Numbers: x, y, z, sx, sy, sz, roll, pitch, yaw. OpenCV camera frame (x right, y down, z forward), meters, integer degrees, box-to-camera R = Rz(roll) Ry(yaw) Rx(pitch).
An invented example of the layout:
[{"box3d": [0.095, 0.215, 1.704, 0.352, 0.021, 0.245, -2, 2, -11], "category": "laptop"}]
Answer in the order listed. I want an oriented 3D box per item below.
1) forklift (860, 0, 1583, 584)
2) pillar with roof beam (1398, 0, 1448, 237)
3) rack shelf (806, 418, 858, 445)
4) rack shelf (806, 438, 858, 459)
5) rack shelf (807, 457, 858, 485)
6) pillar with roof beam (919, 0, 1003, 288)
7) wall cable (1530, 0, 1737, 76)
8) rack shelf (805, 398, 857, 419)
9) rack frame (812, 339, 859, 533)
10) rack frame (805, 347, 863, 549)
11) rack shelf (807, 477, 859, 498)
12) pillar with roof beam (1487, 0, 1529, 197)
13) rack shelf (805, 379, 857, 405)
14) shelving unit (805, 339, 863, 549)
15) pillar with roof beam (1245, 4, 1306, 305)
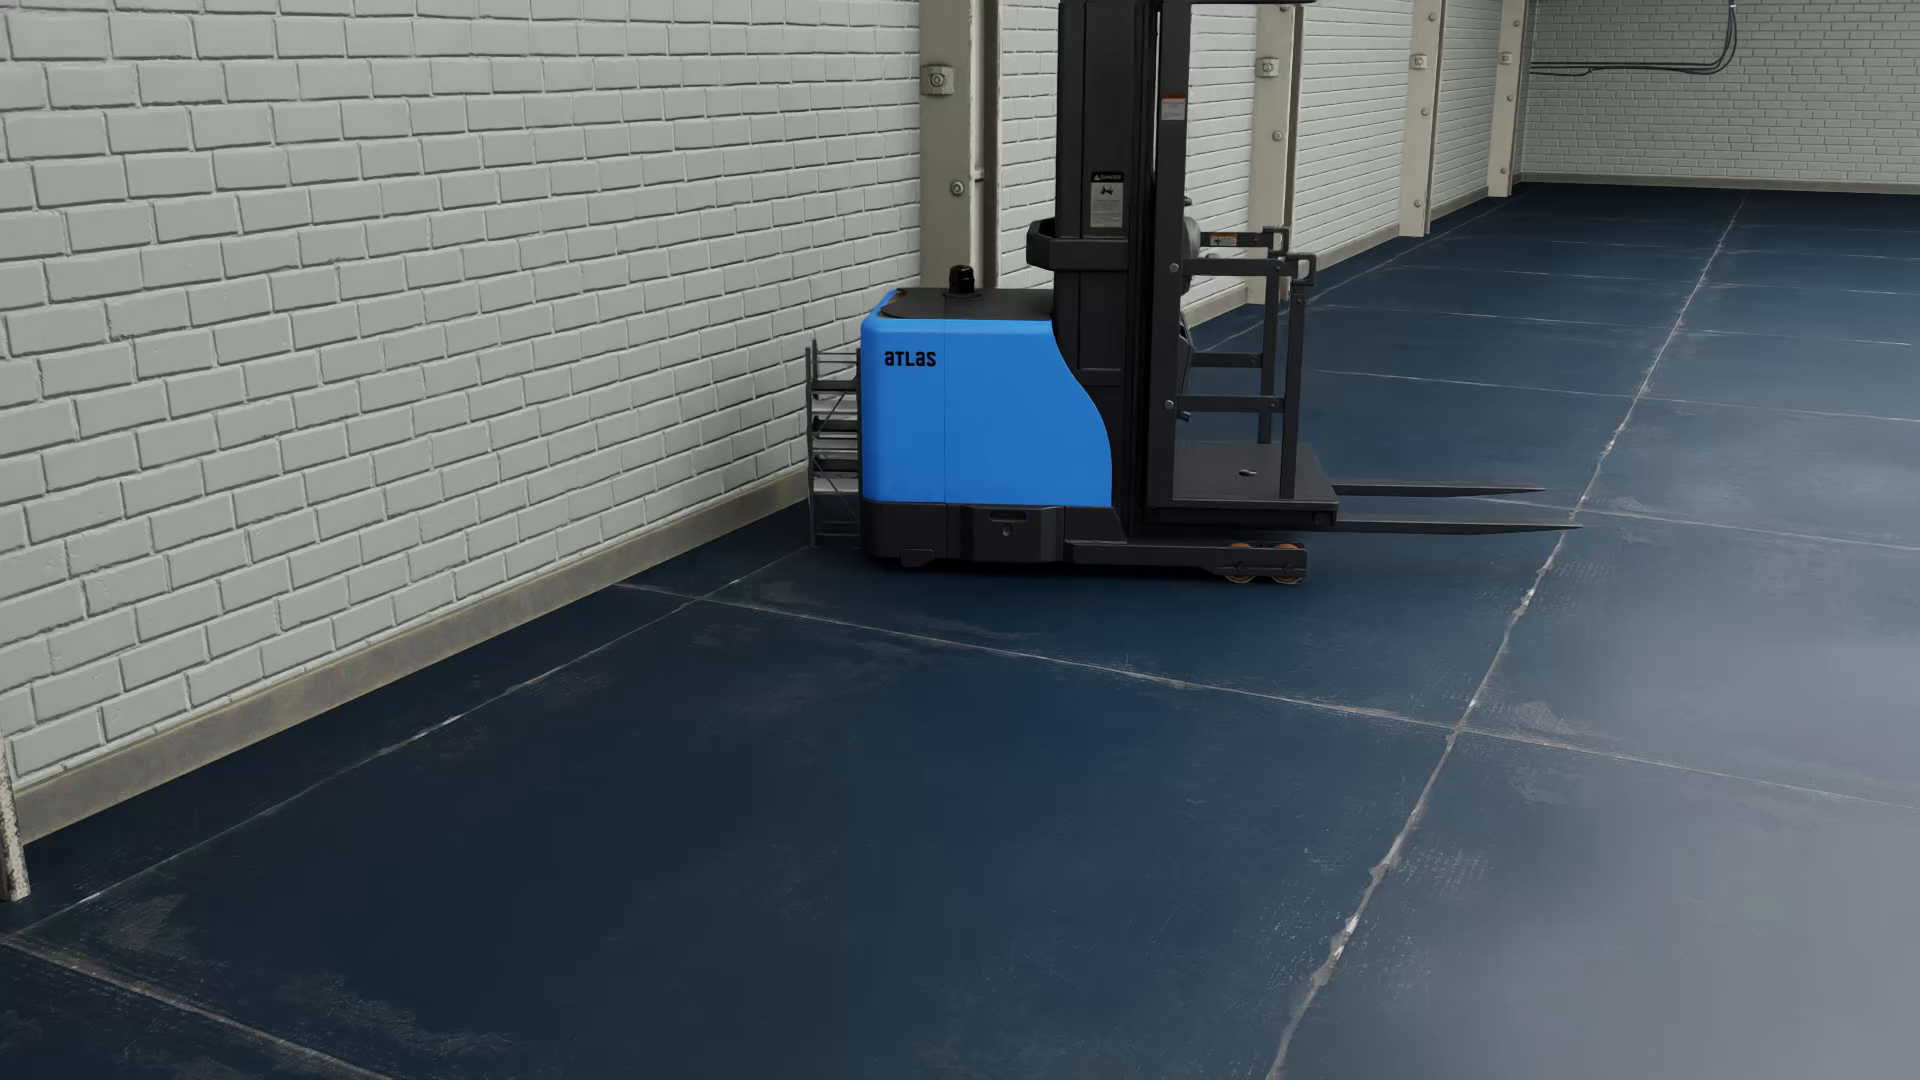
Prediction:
[{"box3d": [1.120, -1.379, 7.018, 3.031, 2.935, 1.130, 1, 17, 5], "category": "forklift"}, {"box3d": [9.219, -7.389, 16.597, 9.100, 9.000, 0.400, 8, 18, 25], "category": "pillar with roof beam"}, {"box3d": [-0.539, -0.478, 7.355, 0.258, 0.077, 0.200, 1, 17, 3], "category": "rack shelf"}, {"box3d": [-0.539, -0.392, 7.381, 0.258, 0.077, 0.200, 1, 17, 3], "category": "rack shelf"}, {"box3d": [-0.539, -0.306, 7.407, 0.258, 0.077, 0.200, 1, 17, 3], "category": "rack shelf"}, {"box3d": [3.857, -4.332, 6.306, 9.100, 9.000, 0.400, 8, 18, 25], "category": "pillar with roof beam"}, {"box3d": [10.548, -8.559, 25.989, 3.097, 2.526, 0.112, 8, 18, 25], "category": "wall cable"}, {"box3d": [-0.539, -0.565, 7.330, 0.258, 0.077, 0.200, 1, 17, 3], "category": "rack shelf"}, {"box3d": [-0.533, -0.453, 7.469, 0.240, 0.900, 0.006, 1, 17, 3], "category": "rack frame"}, {"box3d": [-0.545, -0.395, 7.274, 0.240, 0.900, 0.006, 1, 17, 3], "category": "rack frame"}, {"box3d": [-0.539, -0.220, 7.432, 0.258, 0.077, 0.200, 1, 17, 3], "category": "rack shelf"}, {"box3d": [11.900, -8.917, 21.742, 9.100, 9.000, 0.400, 8, 18, 25], "category": "pillar with roof beam"}, {"box3d": [-0.539, -0.651, 7.304, 0.258, 0.077, 0.200, 1, 17, 3], "category": "rack shelf"}, {"box3d": [-0.539, -0.424, 7.371, 0.258, 0.900, 0.210, 1, 17, 3], "category": "shelving unit"}, {"box3d": [6.538, -5.861, 11.451, 9.100, 9.000, 0.400, 8, 18, 25], "category": "pillar with roof beam"}]
